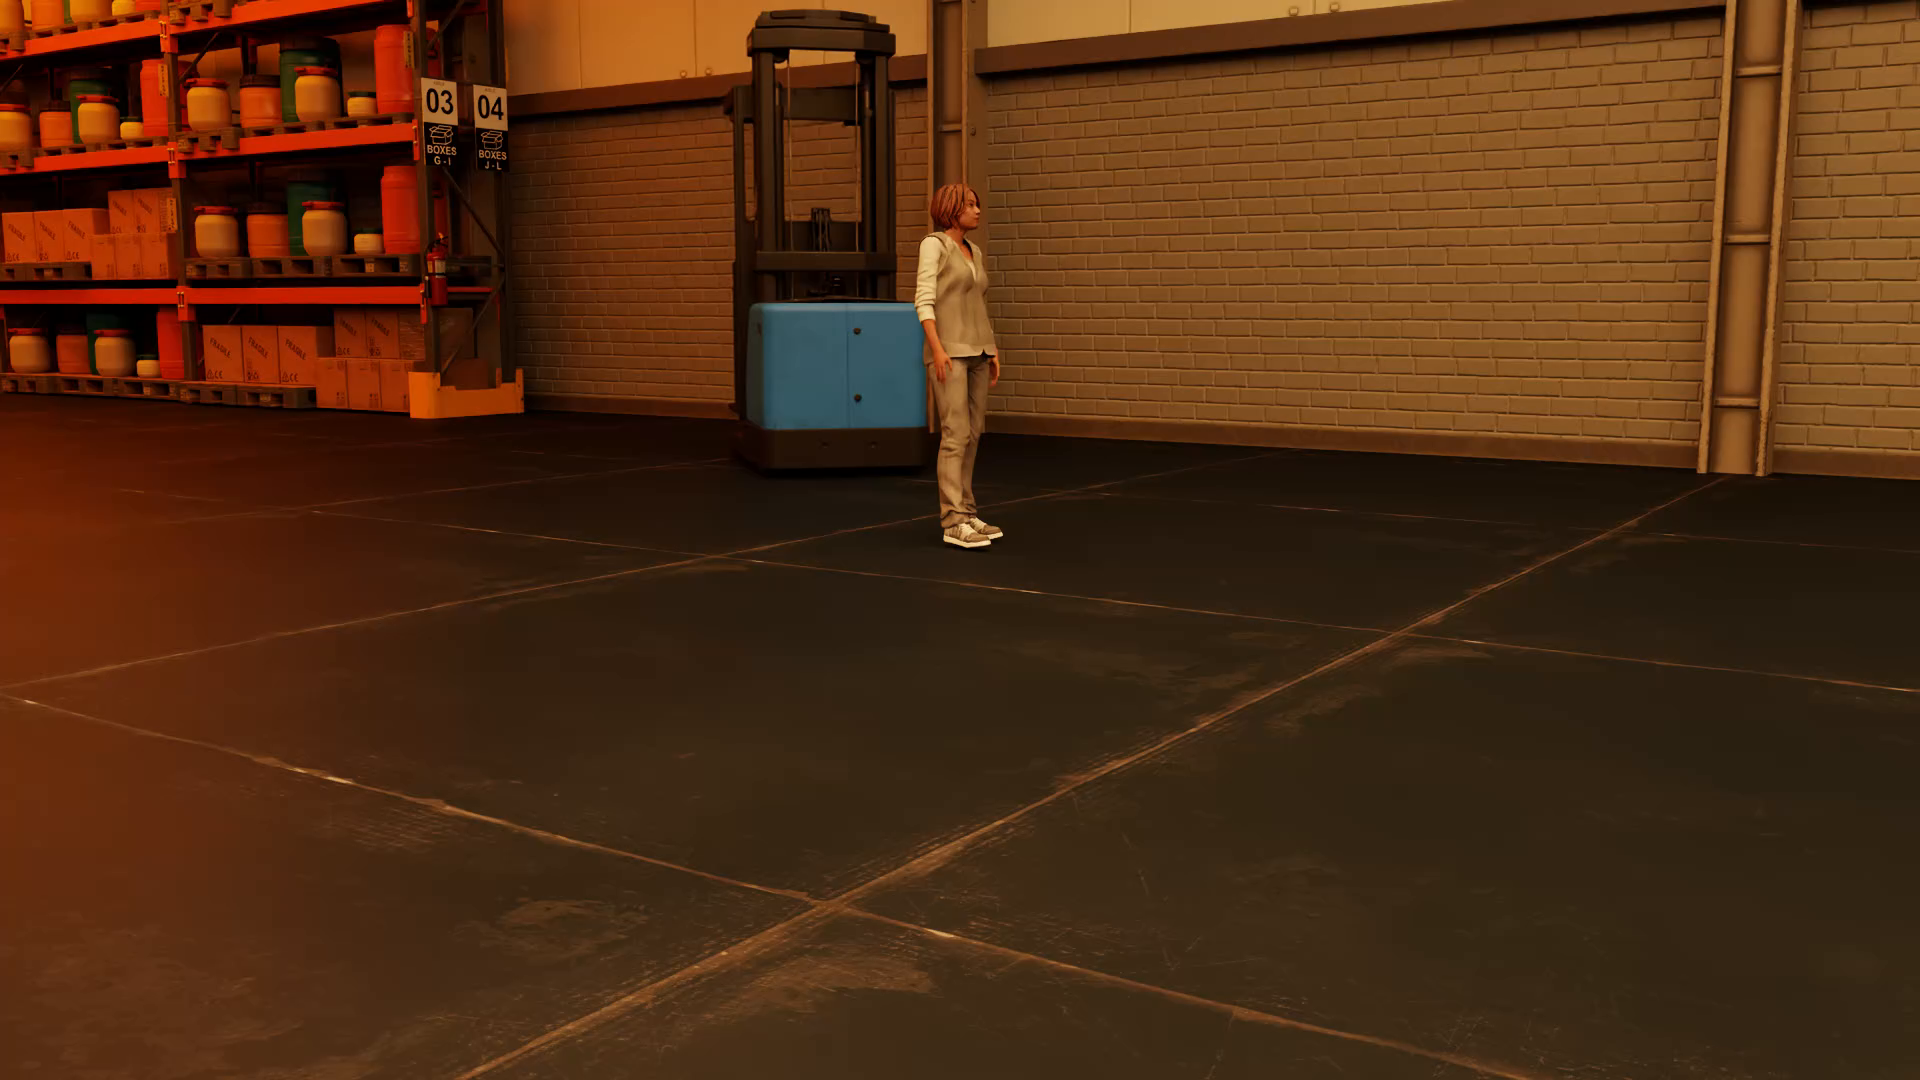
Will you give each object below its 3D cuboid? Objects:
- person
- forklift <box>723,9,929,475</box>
[{"bbox_3d":[0.054,-0.791,7.437,0.473,1.599,0.520,5,10,34],"label":"person"},{"bbox_3d":[-1.031,-2.033,11.489,1.130,2.935,3.031,-2,8,-13],"label":"forklift"}]
